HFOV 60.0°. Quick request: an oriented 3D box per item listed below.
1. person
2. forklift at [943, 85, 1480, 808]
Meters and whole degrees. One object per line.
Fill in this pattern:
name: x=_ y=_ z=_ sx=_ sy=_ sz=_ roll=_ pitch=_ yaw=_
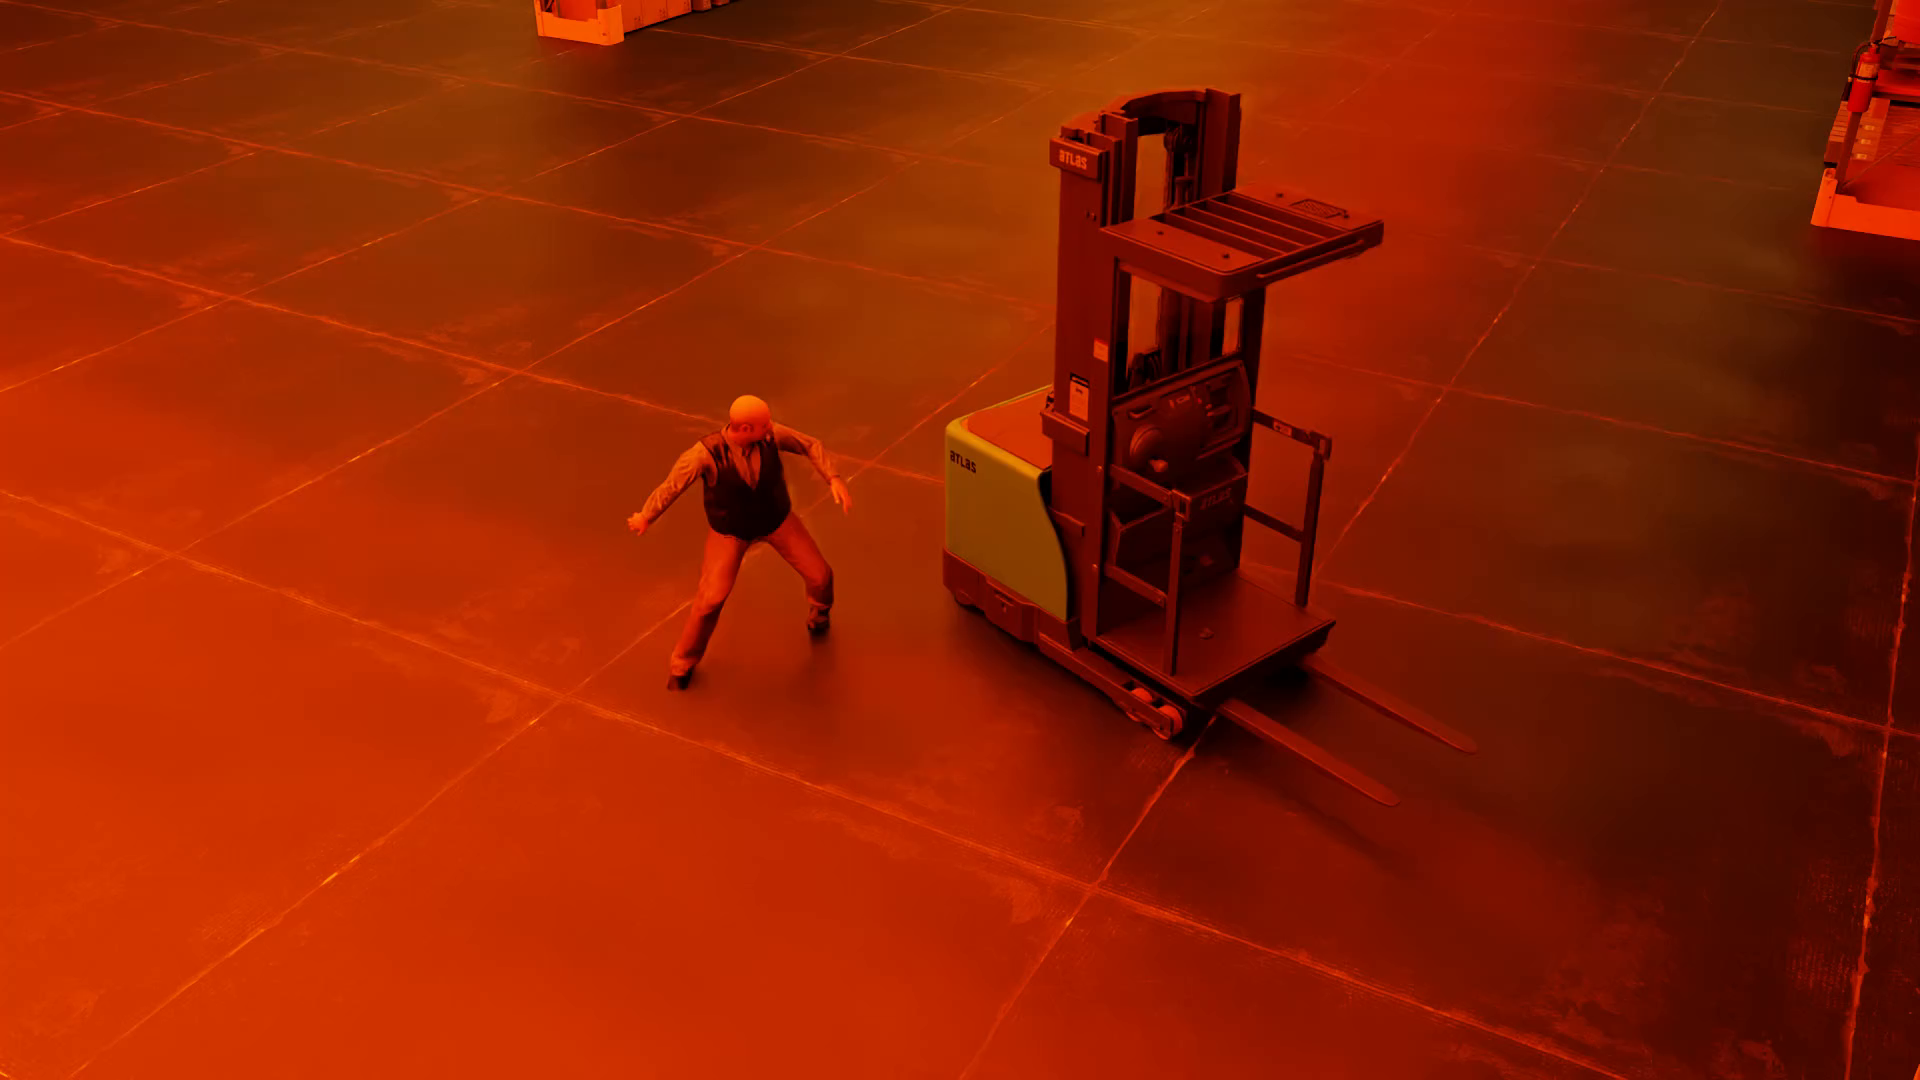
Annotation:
person: x=-1.127 y=-0.012 z=8.579 sx=1.068 sy=1.679 sz=0.564 roll=-11 pitch=32 yaw=-19
forklift: x=1.232 y=-0.563 z=8.046 sx=1.130 sy=2.935 sz=3.031 roll=-23 pitch=37 yaw=-34
